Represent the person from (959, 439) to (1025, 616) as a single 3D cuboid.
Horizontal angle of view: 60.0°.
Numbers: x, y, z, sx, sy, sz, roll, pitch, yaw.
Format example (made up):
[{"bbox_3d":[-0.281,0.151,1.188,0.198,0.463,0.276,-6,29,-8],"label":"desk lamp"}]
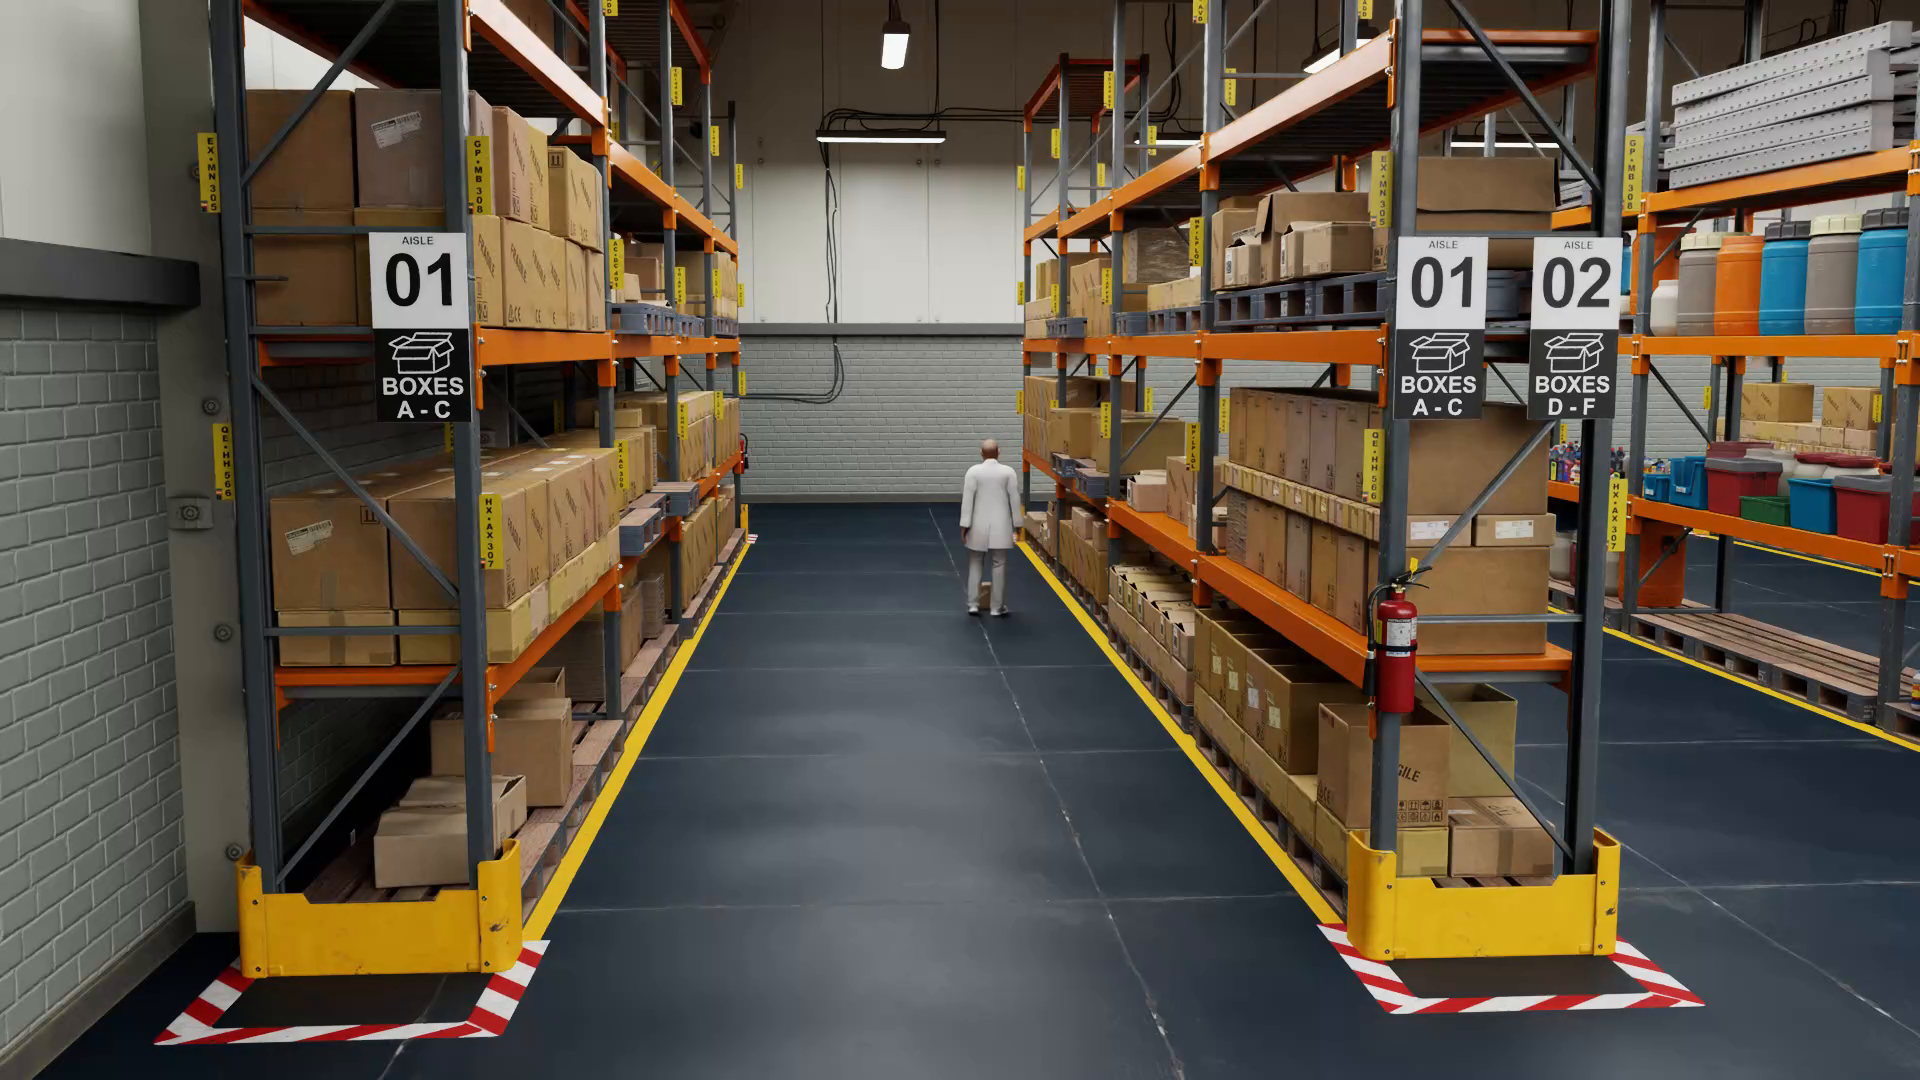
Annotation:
[{"bbox_3d":[0.327,-0.131,16.876,0.656,1.800,0.524,0,7,2],"label":"person"}]
